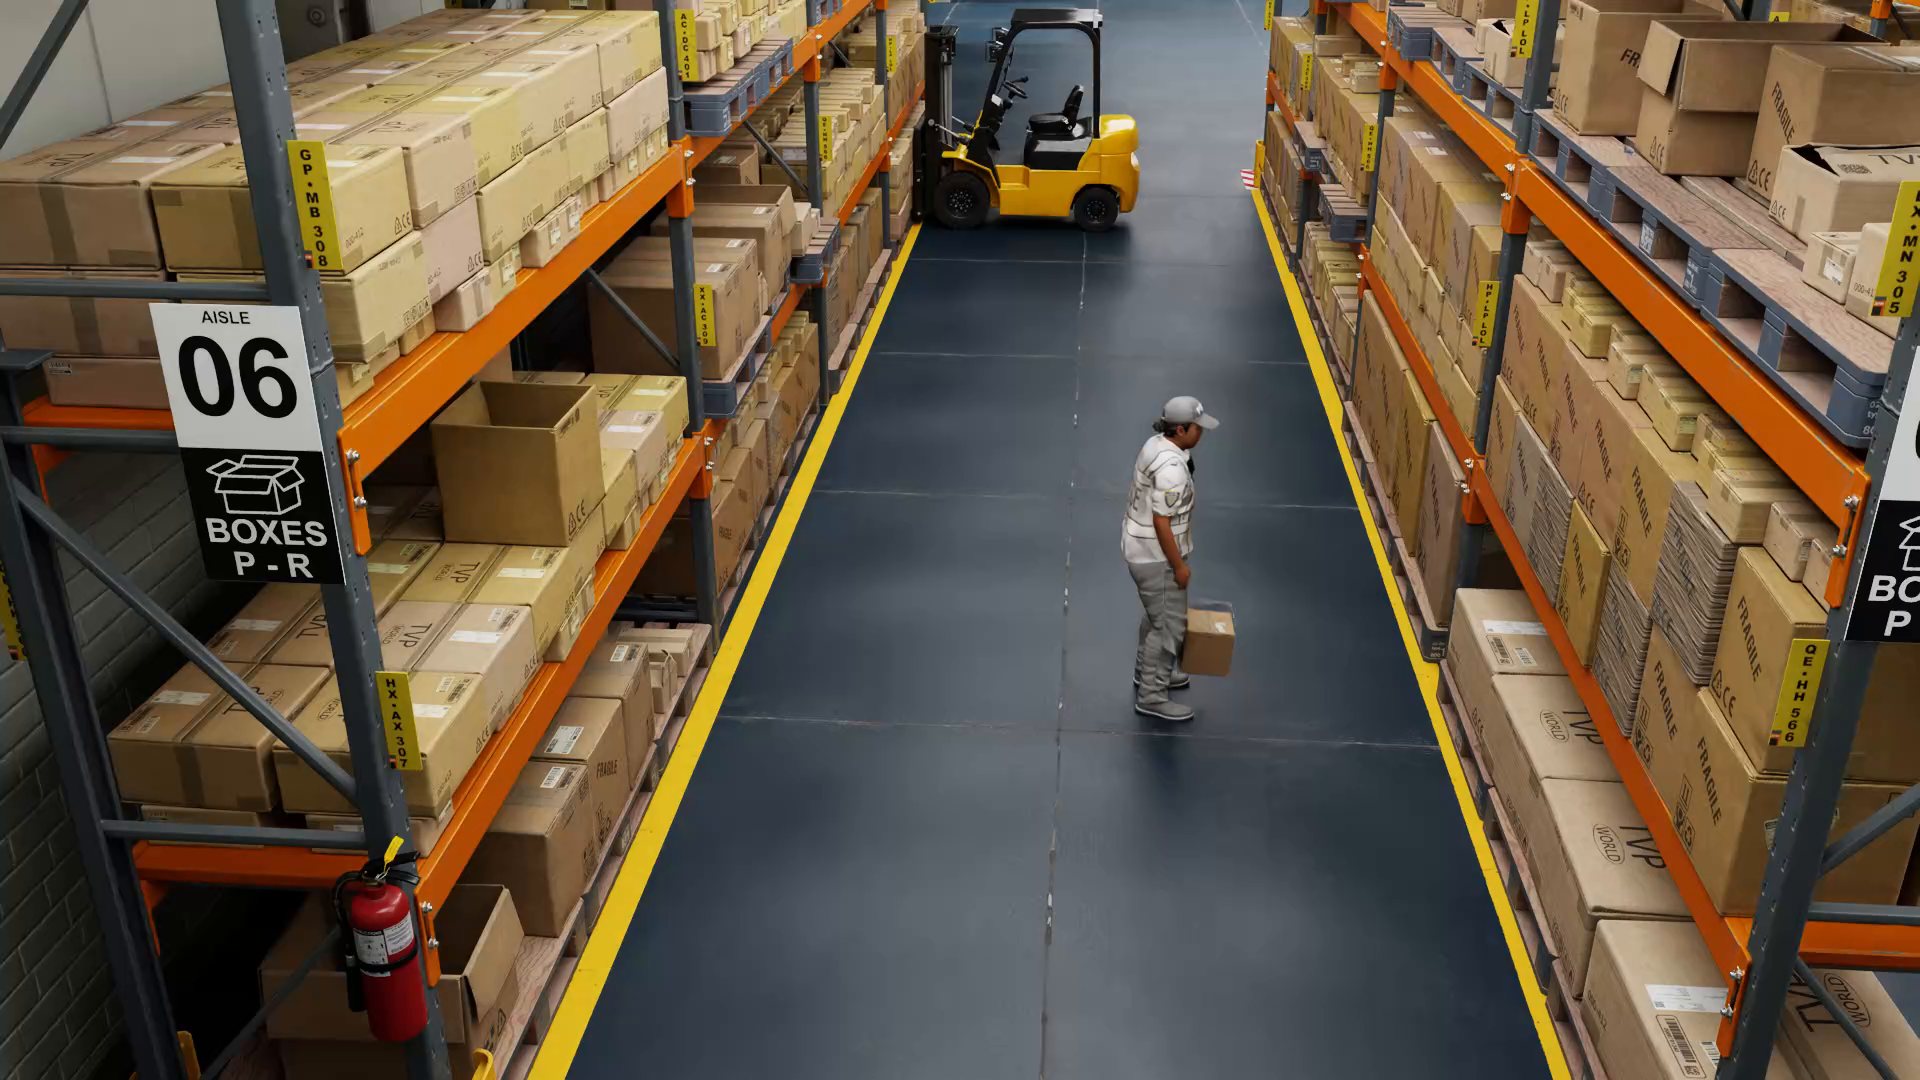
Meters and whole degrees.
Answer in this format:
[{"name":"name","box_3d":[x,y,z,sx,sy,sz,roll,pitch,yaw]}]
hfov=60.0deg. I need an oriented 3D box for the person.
[{"name":"person","box_3d":[1.046,0.069,8.445,0.451,1.668,0.532,1,25,2]}]
